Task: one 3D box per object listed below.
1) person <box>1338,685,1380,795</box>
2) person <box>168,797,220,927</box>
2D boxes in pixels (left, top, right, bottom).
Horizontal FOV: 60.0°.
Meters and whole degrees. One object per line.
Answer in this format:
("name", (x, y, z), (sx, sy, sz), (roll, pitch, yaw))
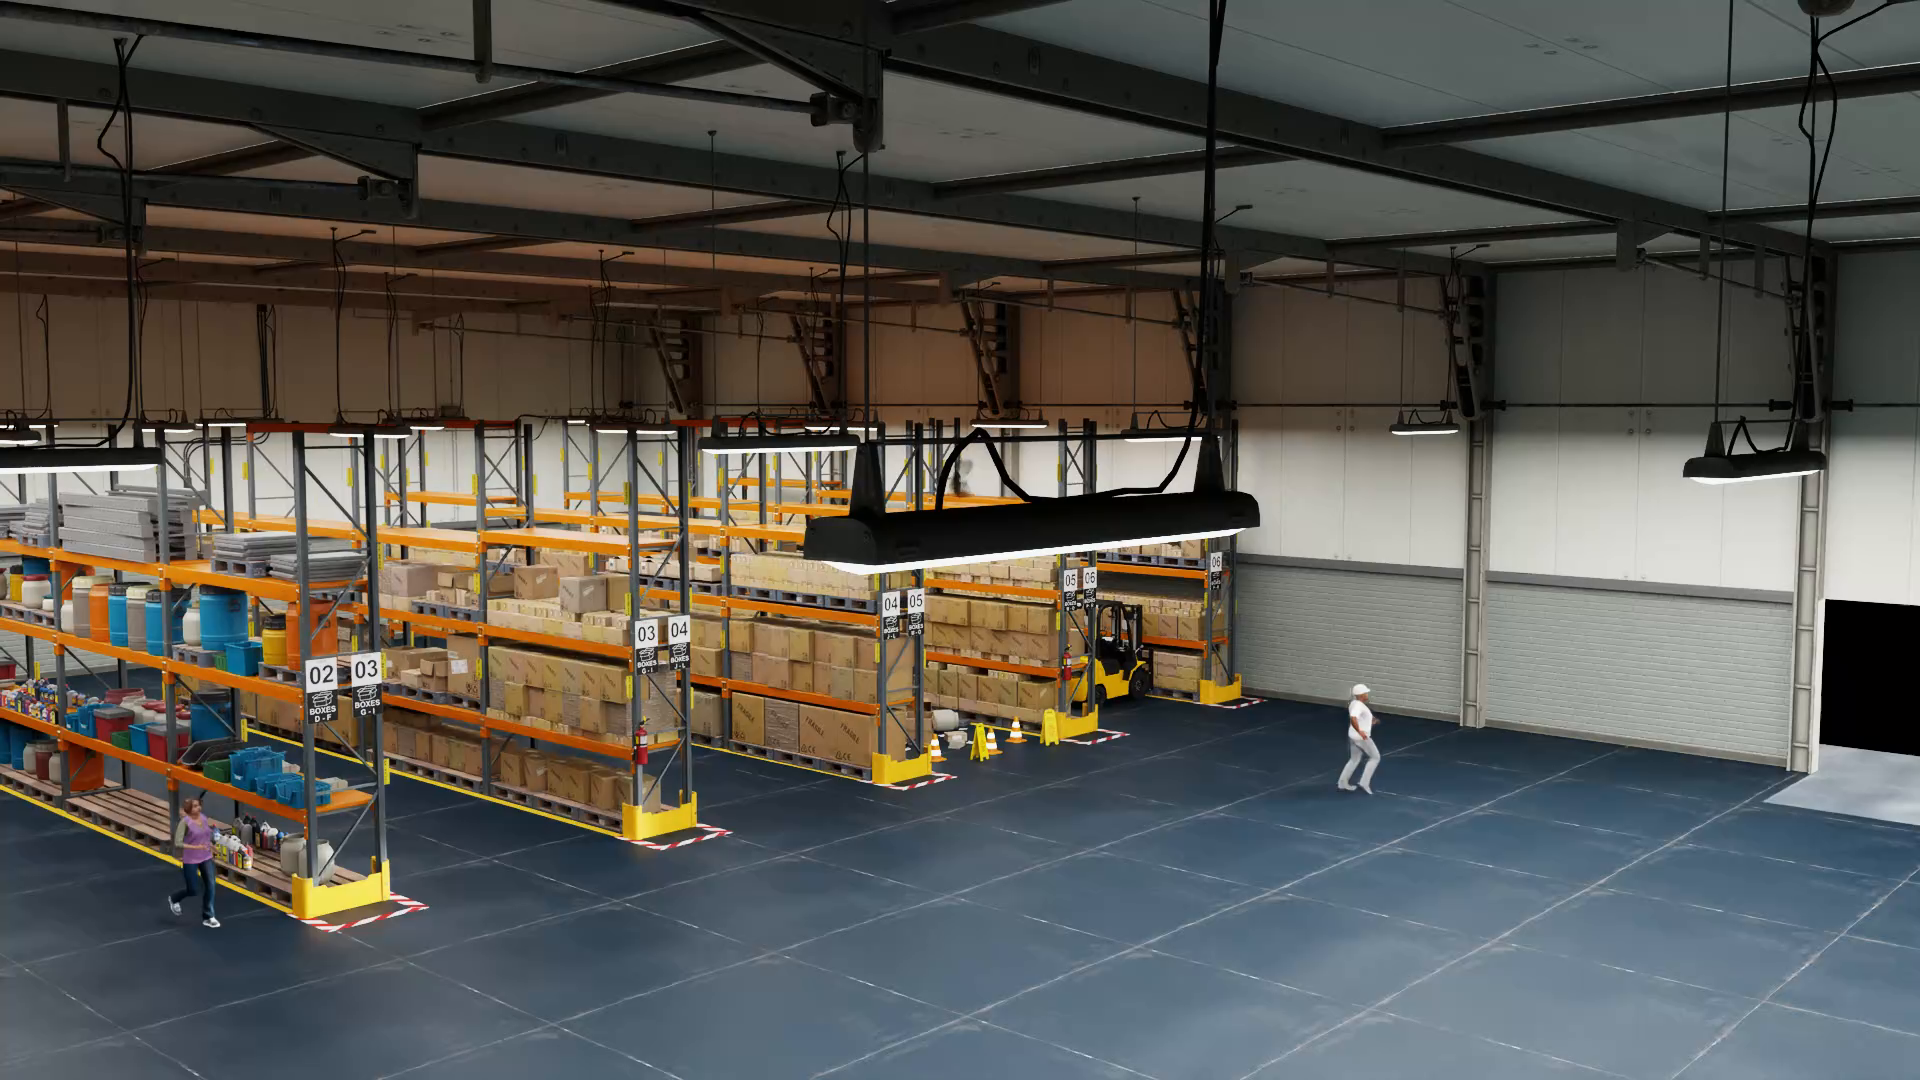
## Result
("person", (6.522, 3.251, 27.055), (0.745, 1.809, 0.672), (-1, 5, -8))
("person", (-9.293, 3.901, 20.203), (0.781, 1.551, 0.549), (2, 5, 28))
